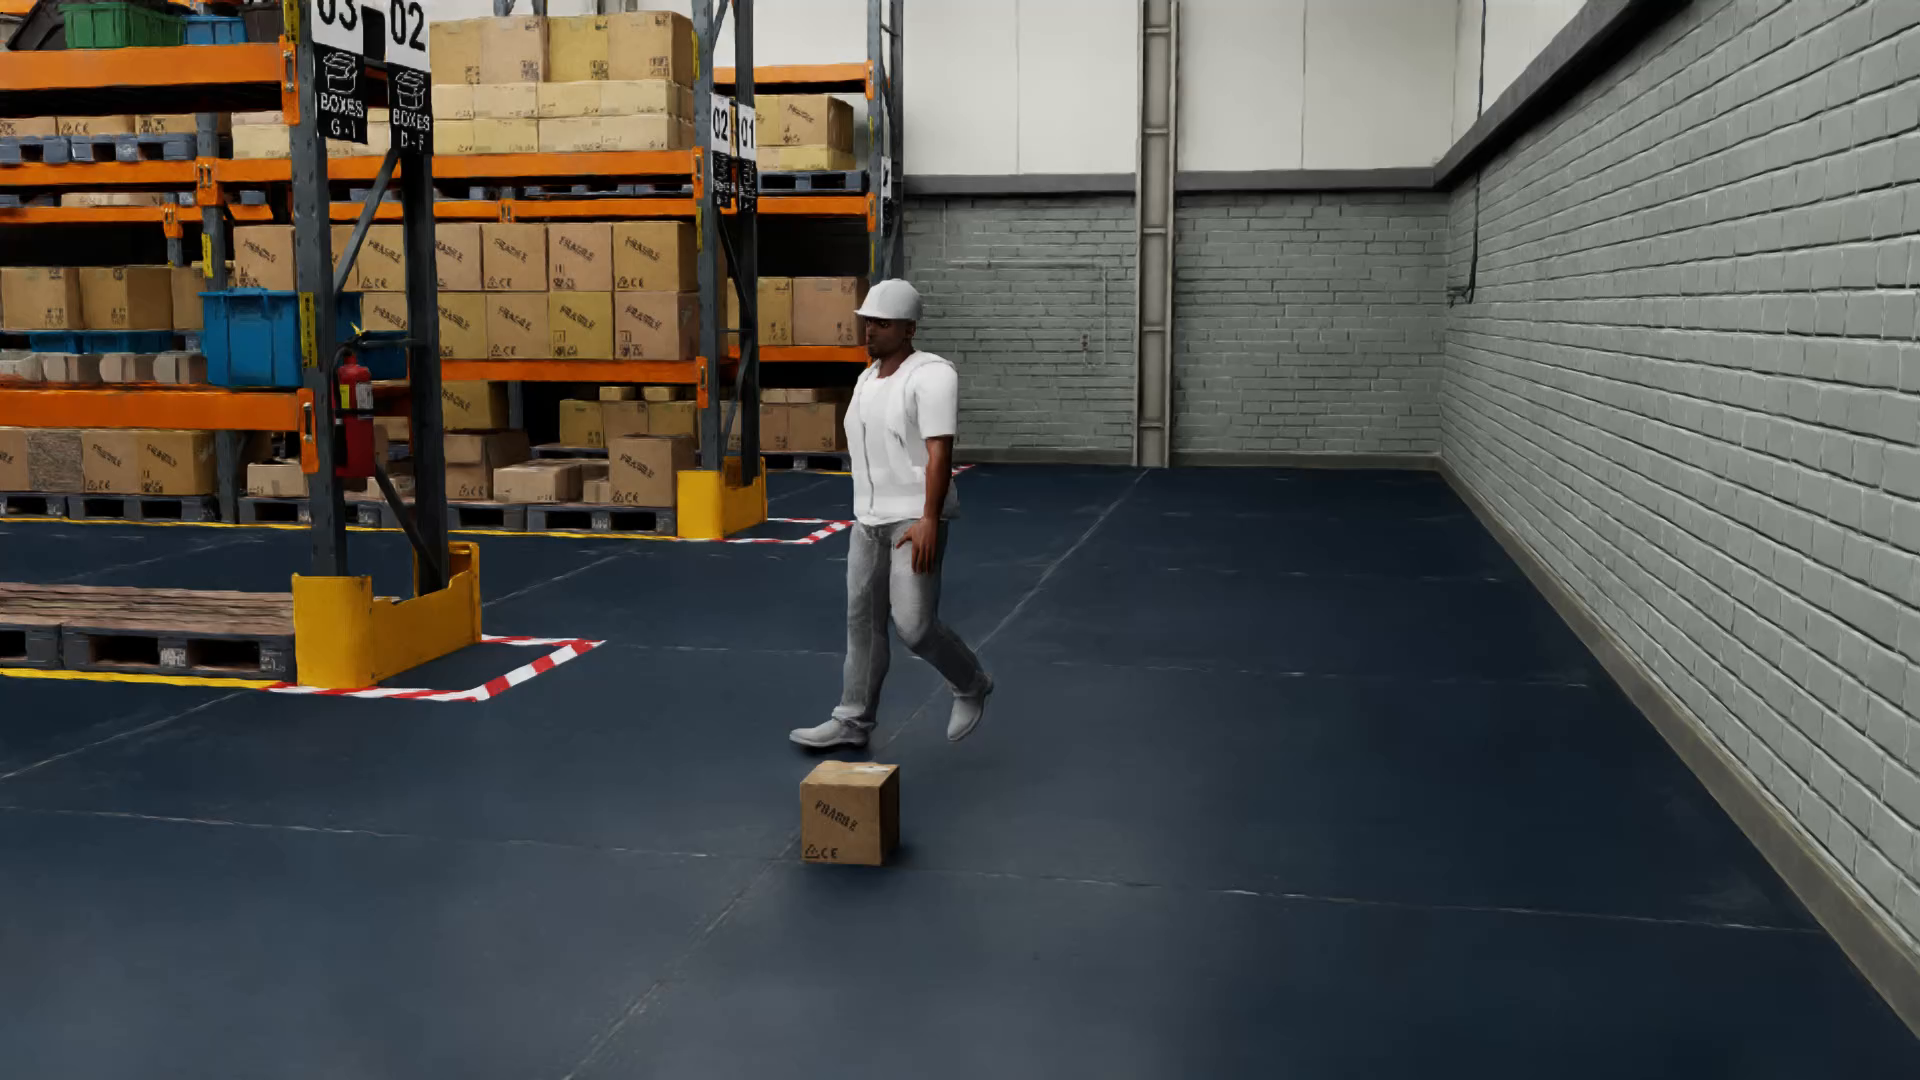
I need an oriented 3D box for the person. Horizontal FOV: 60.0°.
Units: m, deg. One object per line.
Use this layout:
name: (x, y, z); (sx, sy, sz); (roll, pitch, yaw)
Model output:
person: (-0.218, -0.078, 6.175); (0.623, 1.761, 0.661); (-7, 10, -40)
